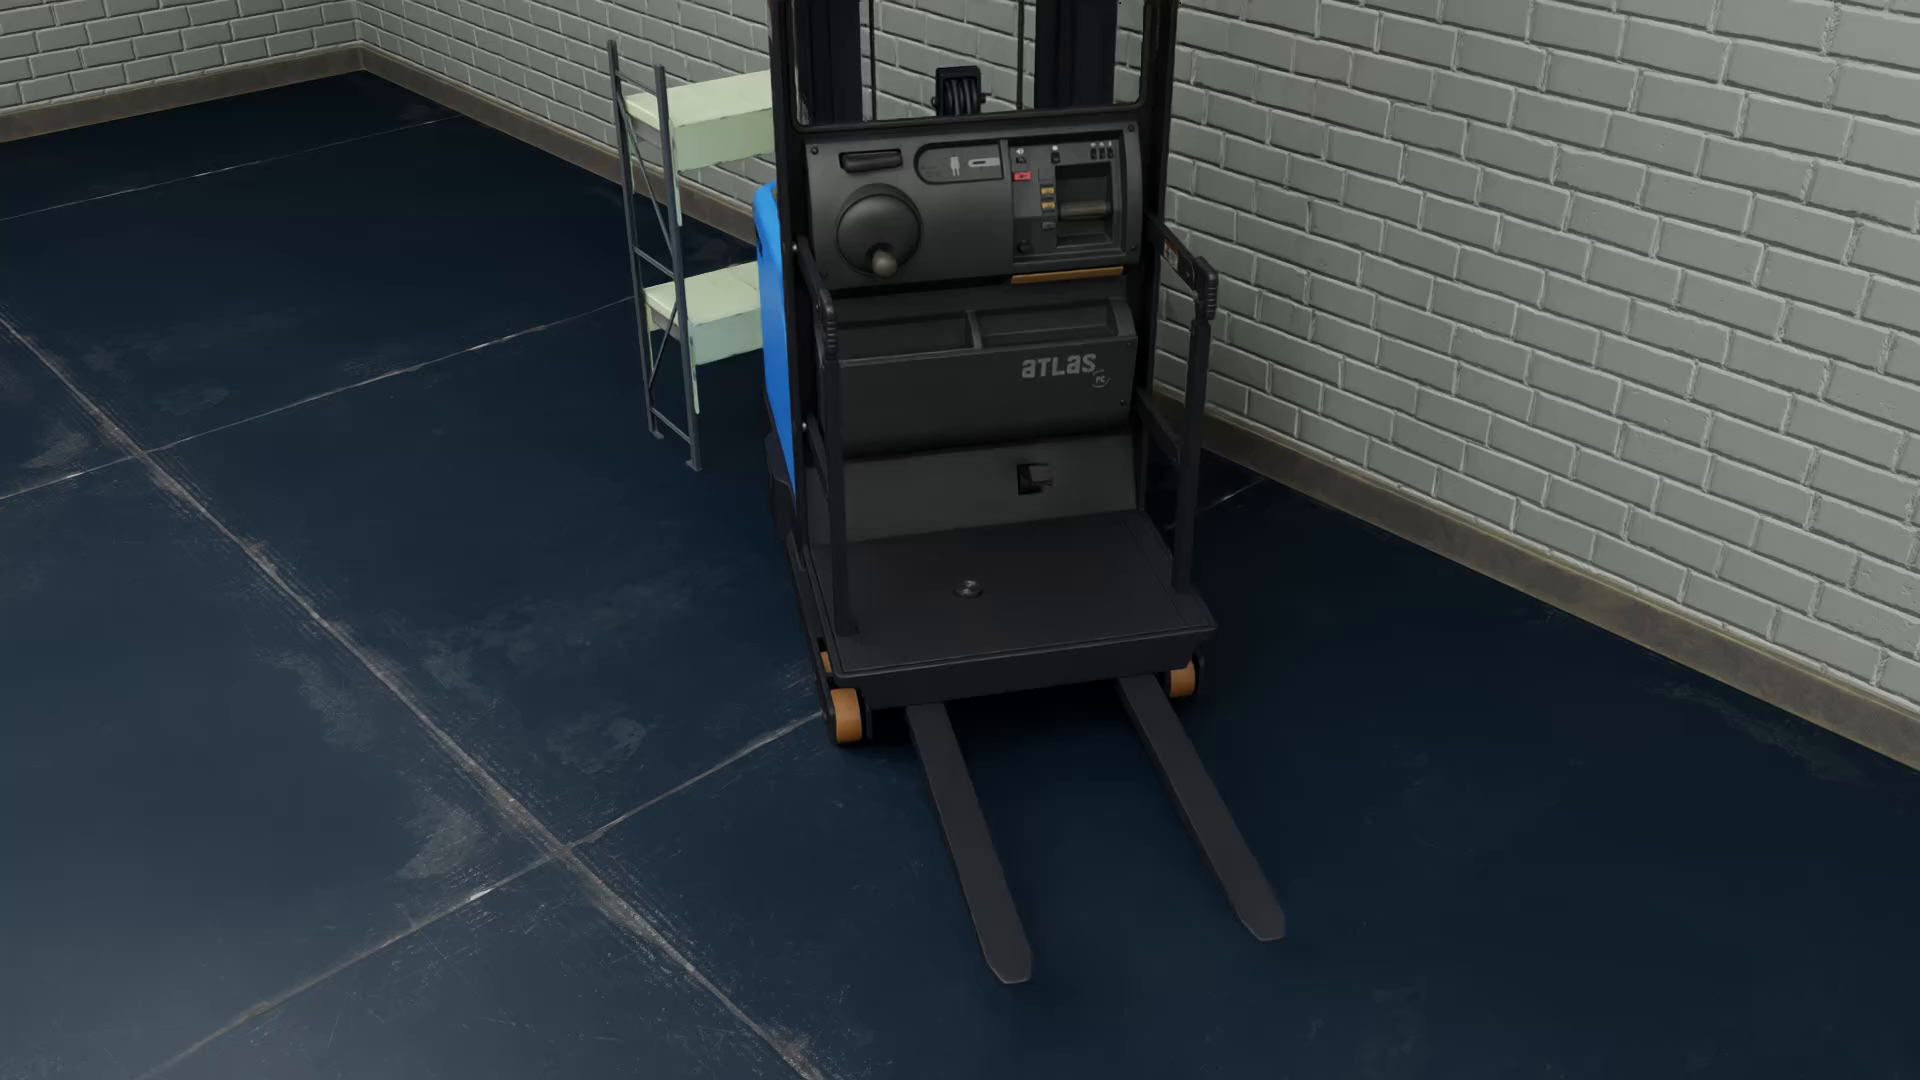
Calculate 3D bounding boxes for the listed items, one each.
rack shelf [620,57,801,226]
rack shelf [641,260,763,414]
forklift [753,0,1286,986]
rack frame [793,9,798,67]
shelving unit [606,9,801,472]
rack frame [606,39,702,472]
[{"bbox_3d":[-0.780,-1.421,5.888,0.720,0.370,0.431,-20,37,-29],"label":"rack shelf"},{"bbox_3d":[-0.780,-0.810,6.262,0.720,0.370,0.431,-20,37,-29],"label":"rack shelf"},{"bbox_3d":[0.096,-0.879,4.378,1.130,2.935,3.031,-7,32,-11],"label":"forklift"},{"bbox_3d":[-0.480,-1.197,6.271,0.023,1.500,0.400,-20,37,-29],"label":"rack frame"},{"bbox_3d":[-0.780,-1.088,6.092,0.755,1.500,0.431,-20,37,-29],"label":"shelving unit"},{"bbox_3d":[-1.080,-0.979,5.913,0.023,1.500,0.400,-20,37,-29],"label":"rack frame"}]
